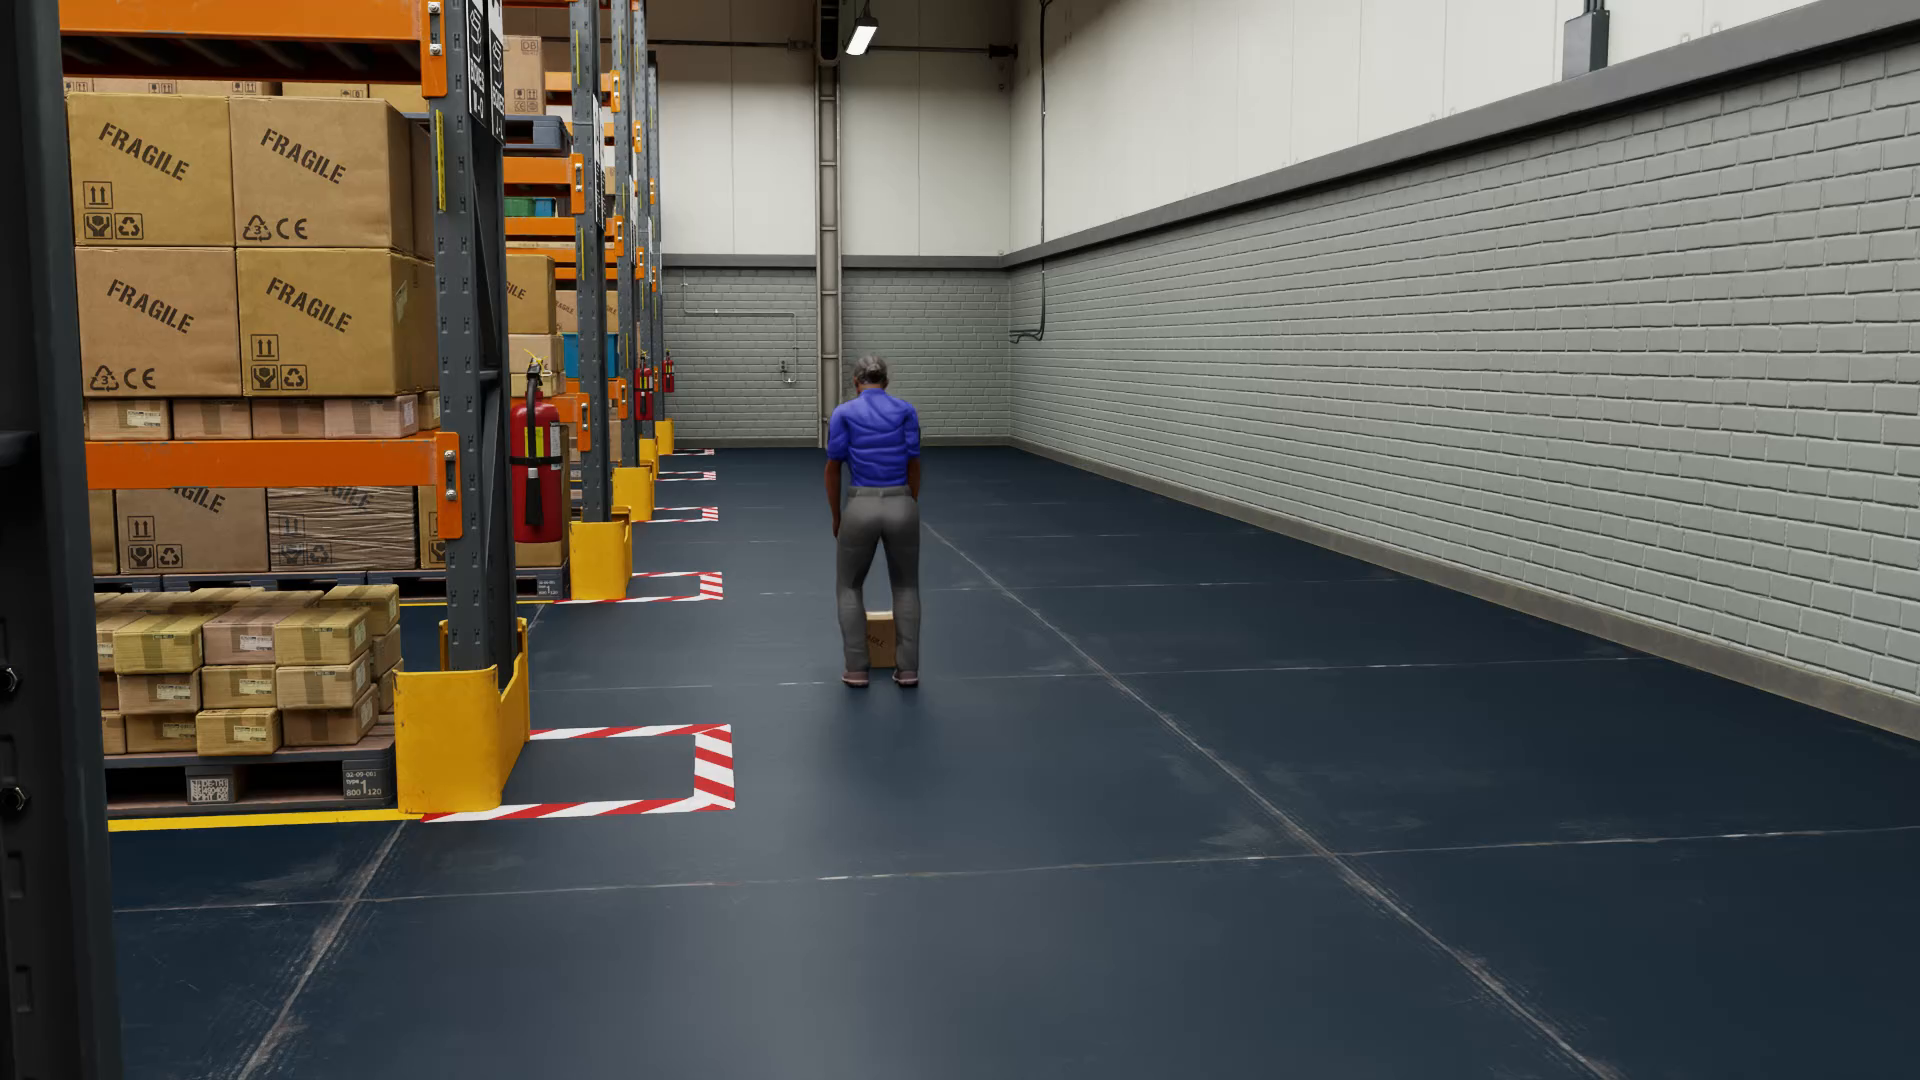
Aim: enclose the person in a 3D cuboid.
[{"bbox_3d":[-0.417,-0.088,7.991,0.465,1.588,0.411,-1,7,-7],"label":"person"}]
